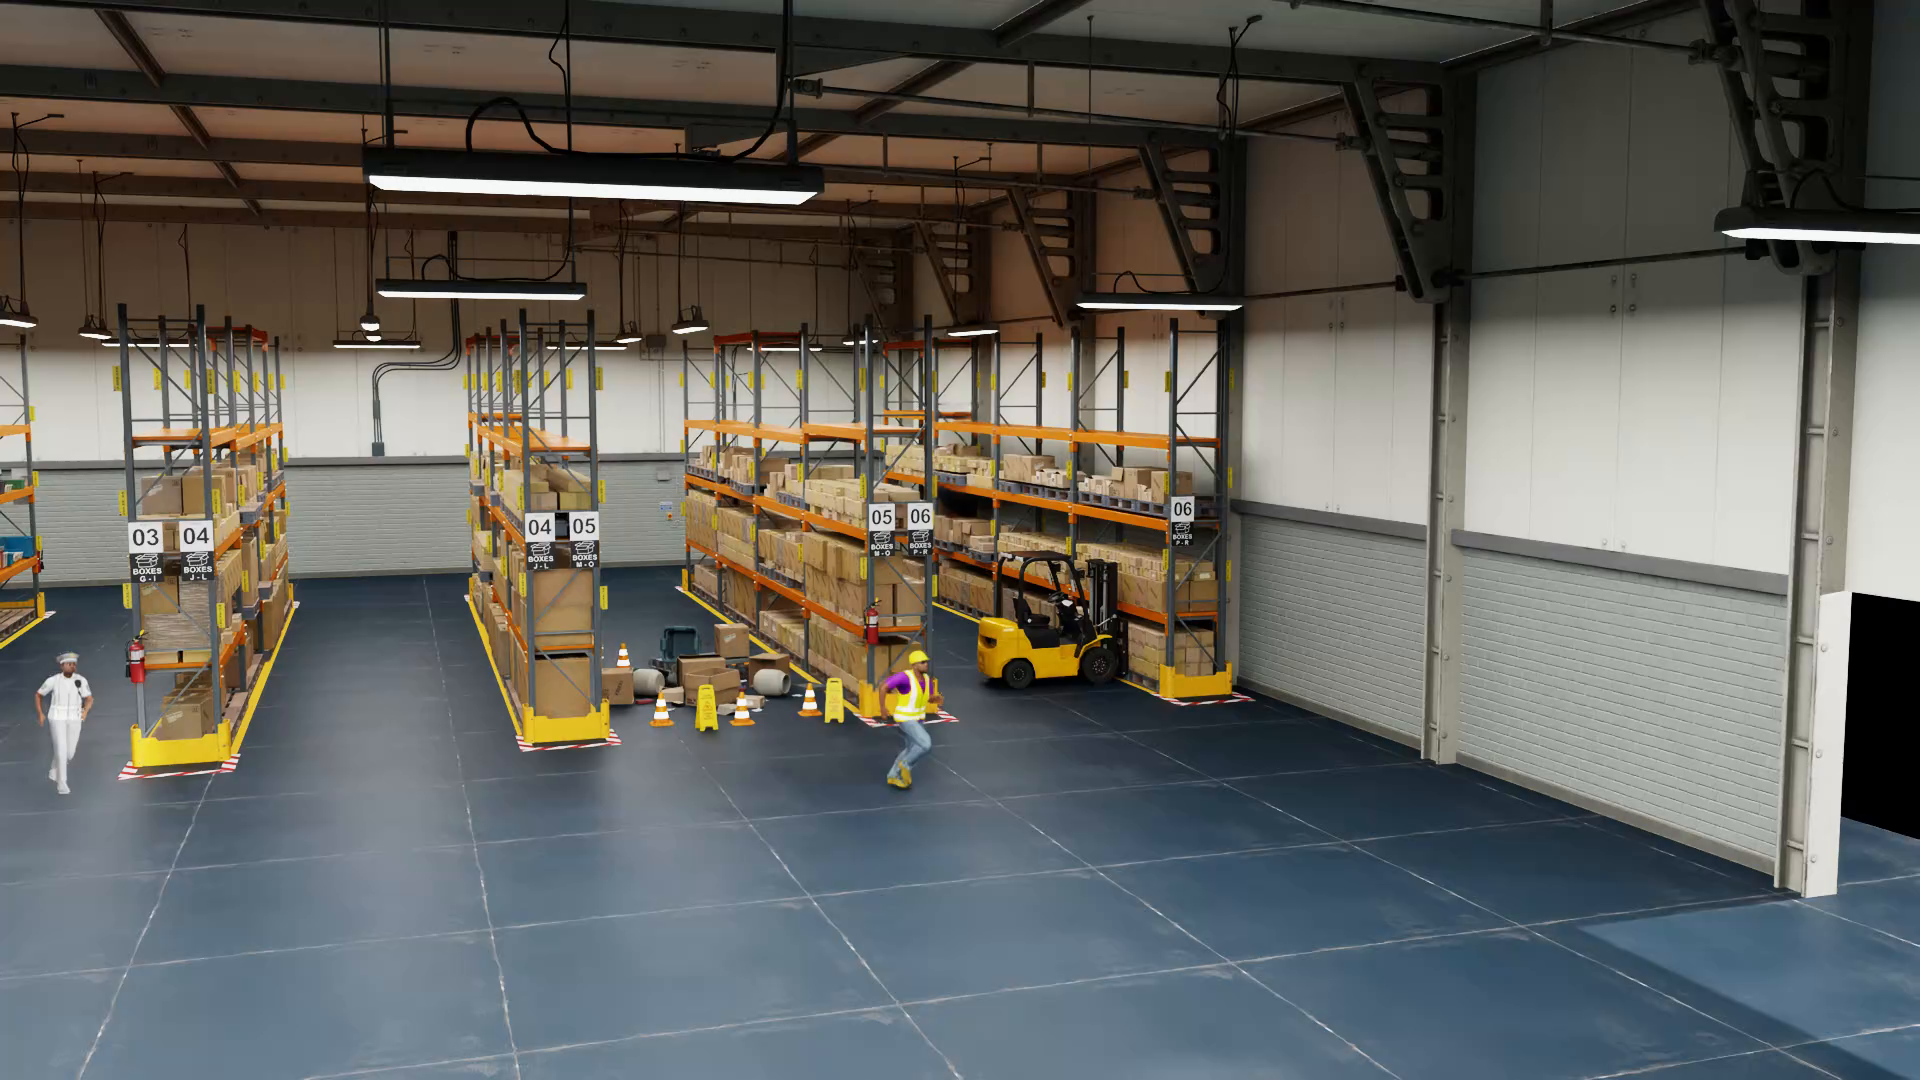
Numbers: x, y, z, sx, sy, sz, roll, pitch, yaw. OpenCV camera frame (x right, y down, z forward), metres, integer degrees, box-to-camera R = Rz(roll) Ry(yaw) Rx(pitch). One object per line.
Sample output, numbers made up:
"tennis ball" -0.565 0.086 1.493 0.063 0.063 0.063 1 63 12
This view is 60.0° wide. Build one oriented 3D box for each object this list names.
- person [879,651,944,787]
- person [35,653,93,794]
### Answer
"person" -0.567 2.166 20.349 0.745 1.633 0.744 4 7 34
"person" -11.053 2.238 20.573 0.622 1.683 0.739 -5 7 -40
